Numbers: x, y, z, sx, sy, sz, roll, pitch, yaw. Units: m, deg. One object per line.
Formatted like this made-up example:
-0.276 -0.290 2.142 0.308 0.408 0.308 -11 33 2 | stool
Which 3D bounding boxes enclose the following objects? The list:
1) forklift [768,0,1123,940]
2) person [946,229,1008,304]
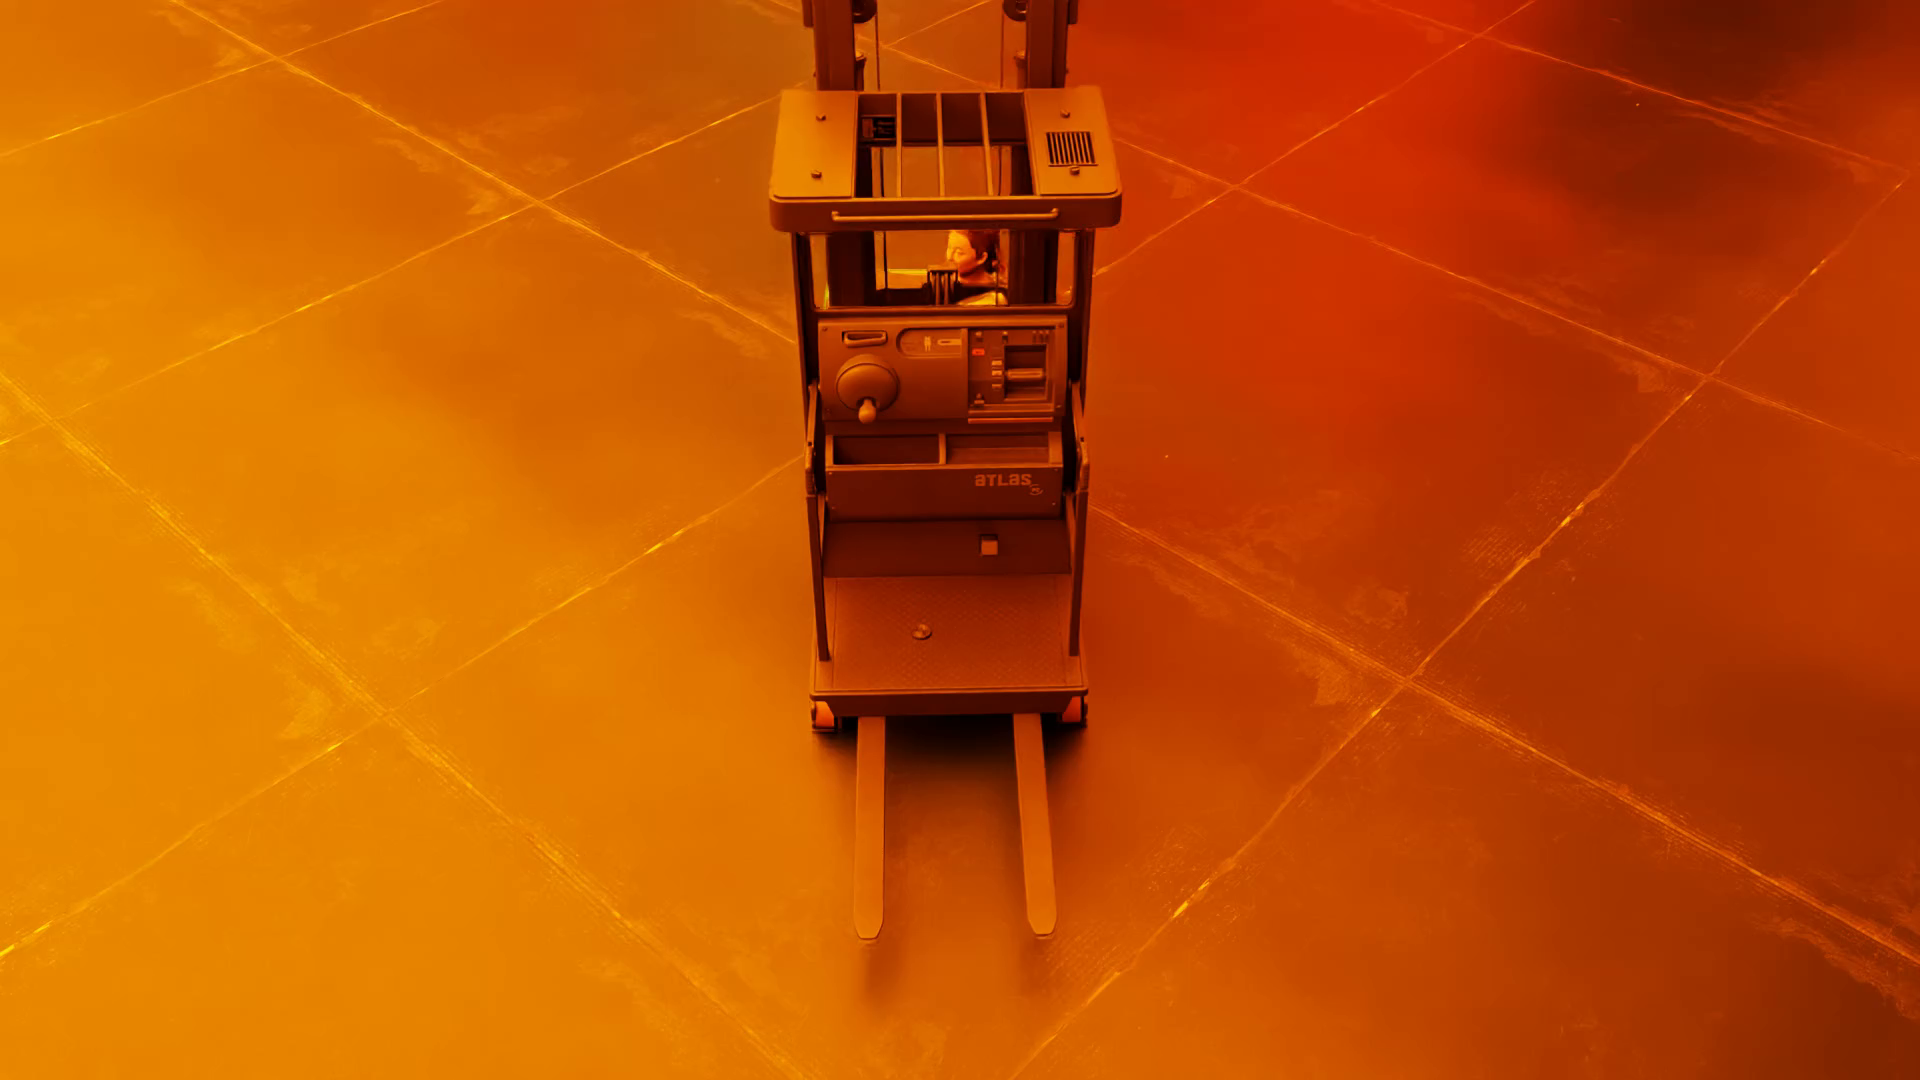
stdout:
-0.054 -0.559 6.080 1.130 2.935 3.031 -1 41 -1 | forklift
-0.008 -0.622 7.126 0.437 1.666 0.445 31 49 31 | person
